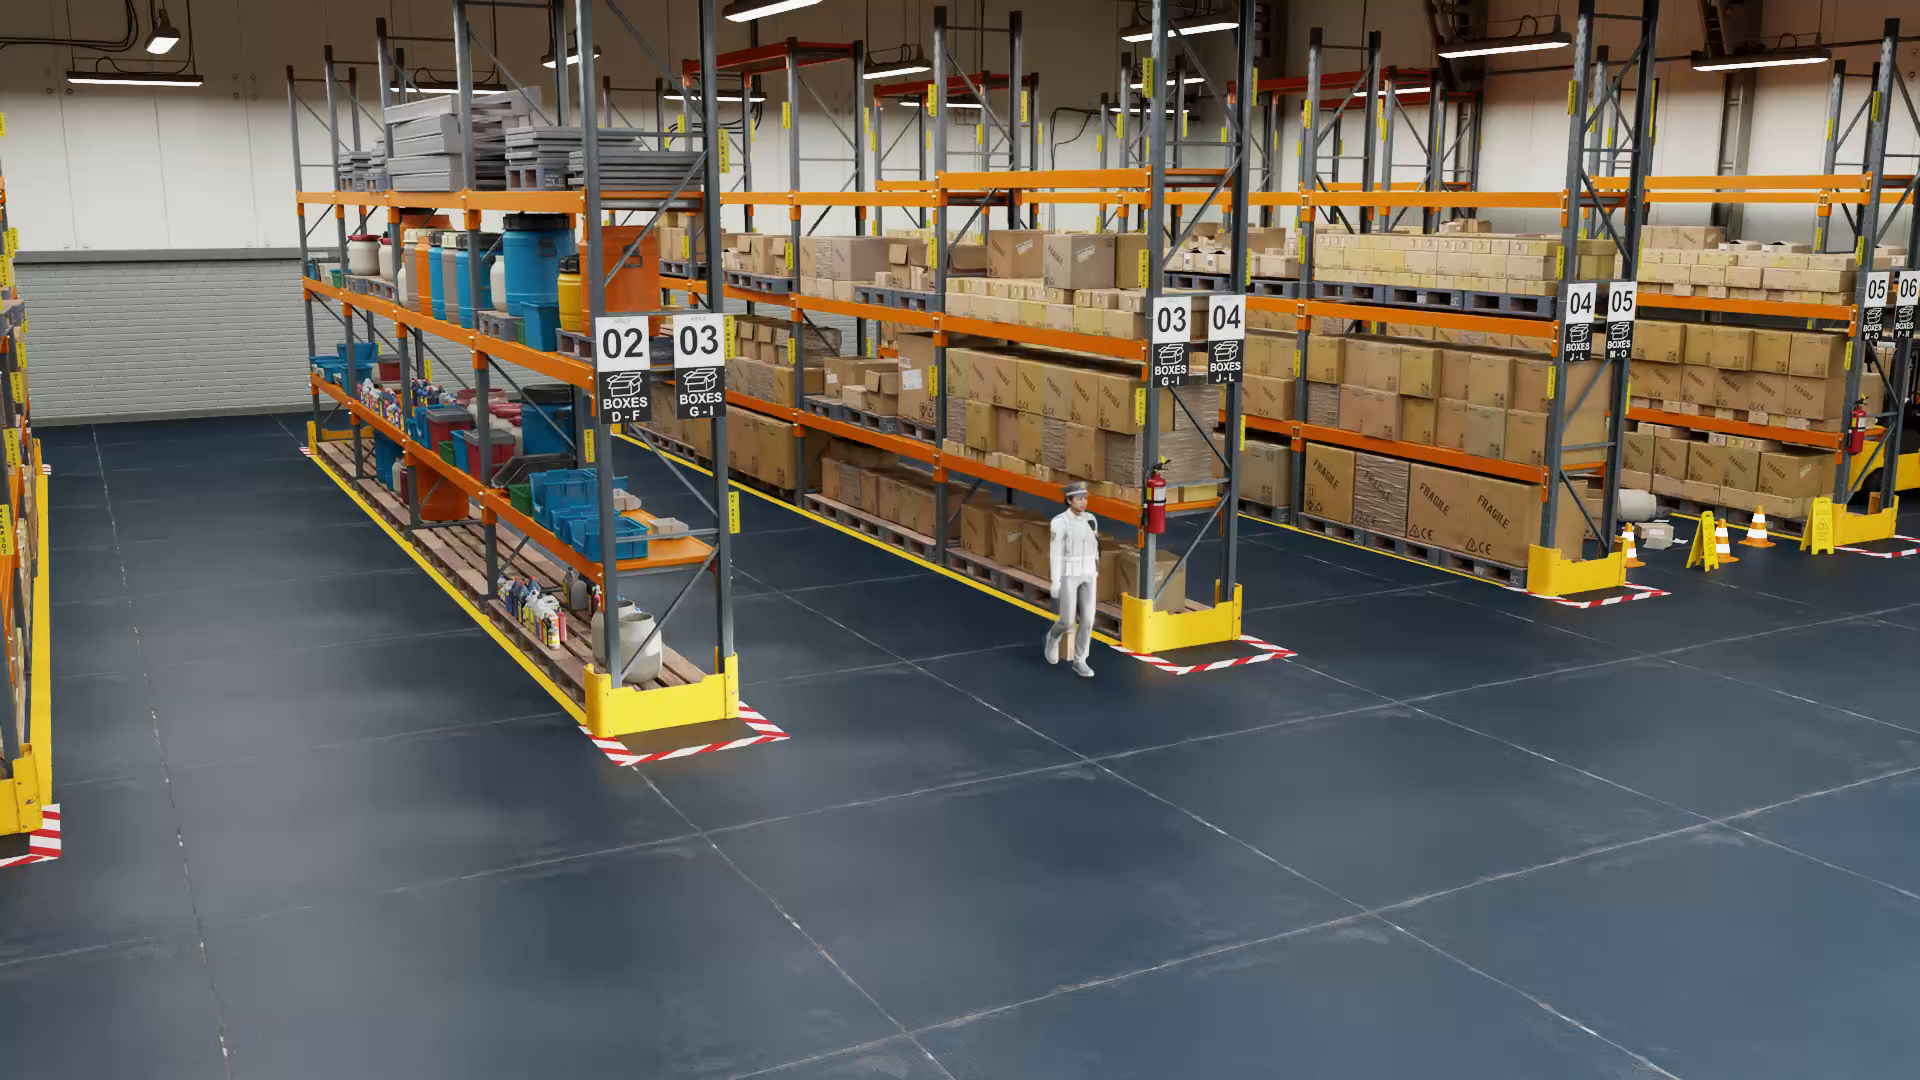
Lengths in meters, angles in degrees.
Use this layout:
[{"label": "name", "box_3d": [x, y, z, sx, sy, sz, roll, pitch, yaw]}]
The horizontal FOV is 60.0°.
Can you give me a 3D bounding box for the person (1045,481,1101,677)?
[{"label": "person", "box_3d": [0.995, 0.311, 14.296, 0.503, 1.669, 0.553, -5, 13, -24]}]
